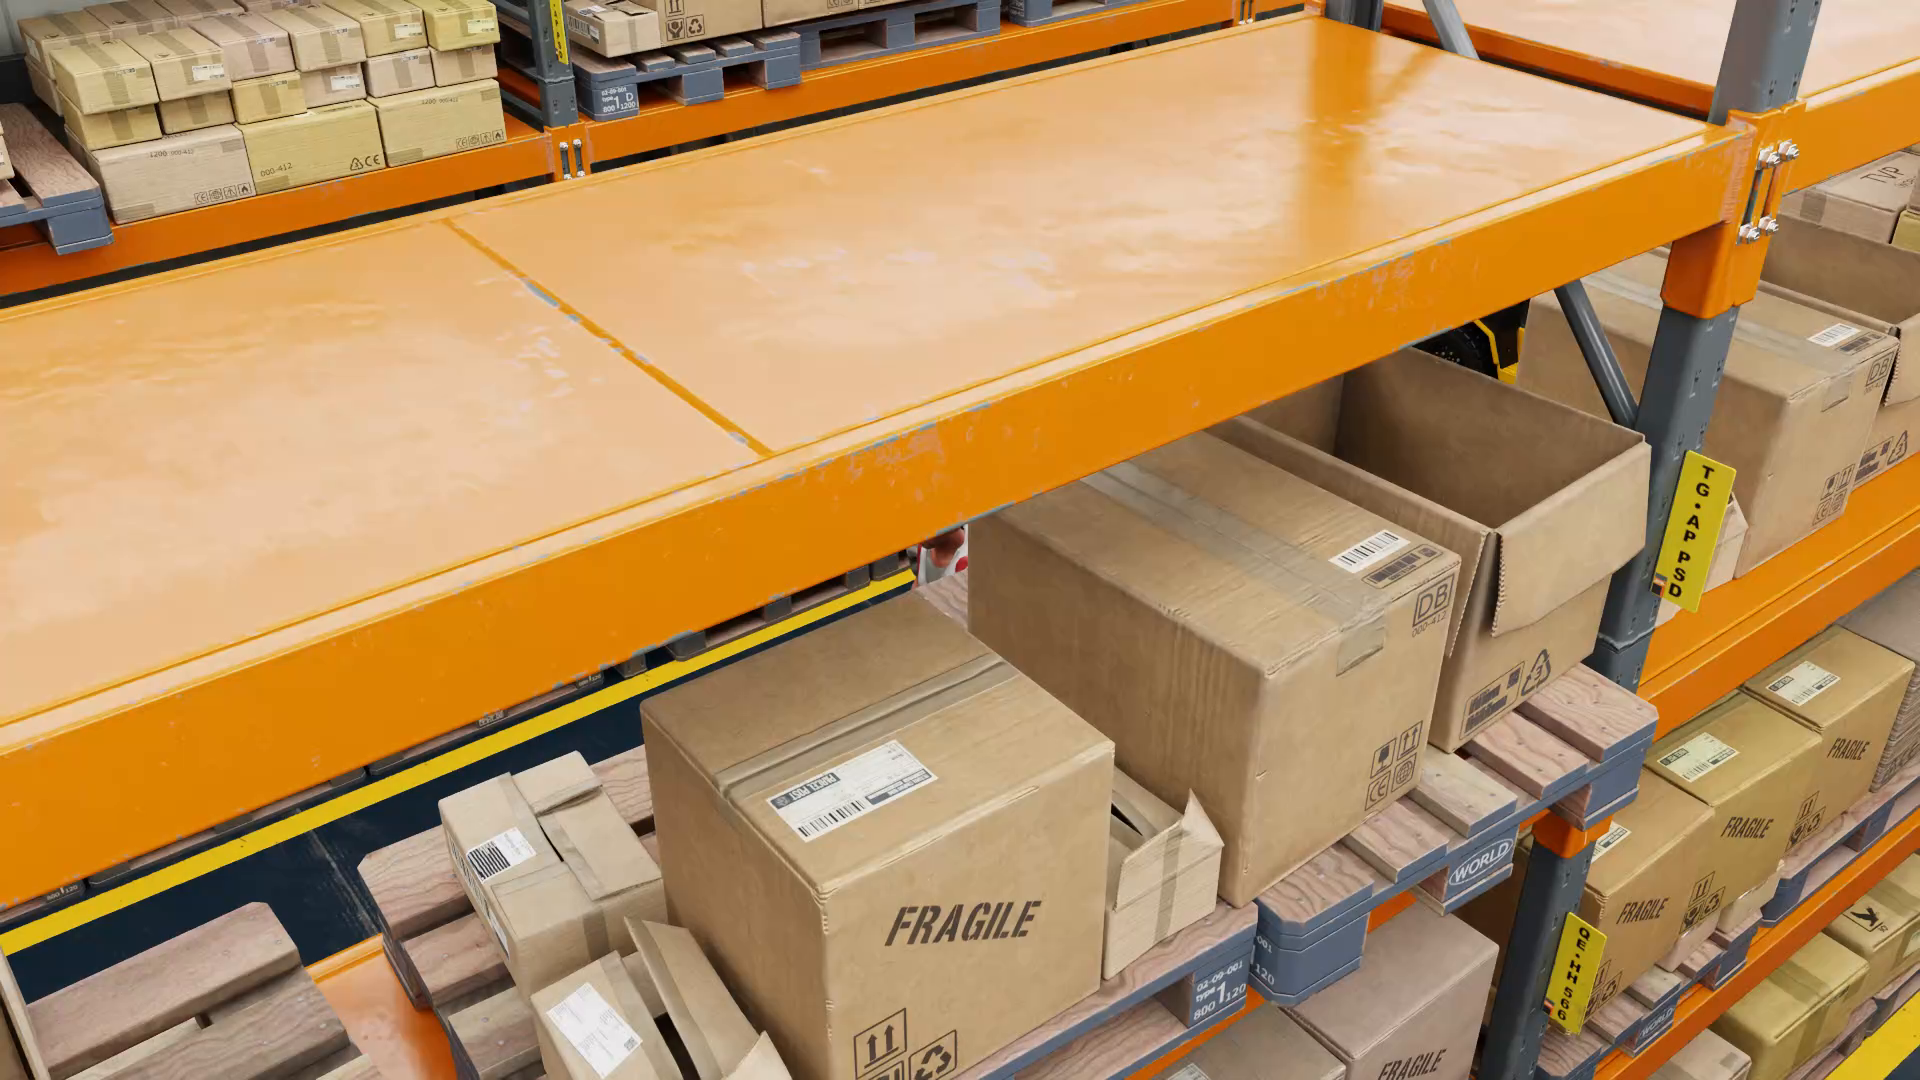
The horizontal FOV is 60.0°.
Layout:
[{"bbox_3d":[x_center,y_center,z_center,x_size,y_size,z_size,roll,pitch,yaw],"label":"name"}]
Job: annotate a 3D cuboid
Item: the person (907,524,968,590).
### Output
[{"bbox_3d":[-0.046,0.499,6.981,0.448,1.780,0.608,-22,38,-31],"label":"person"}]
